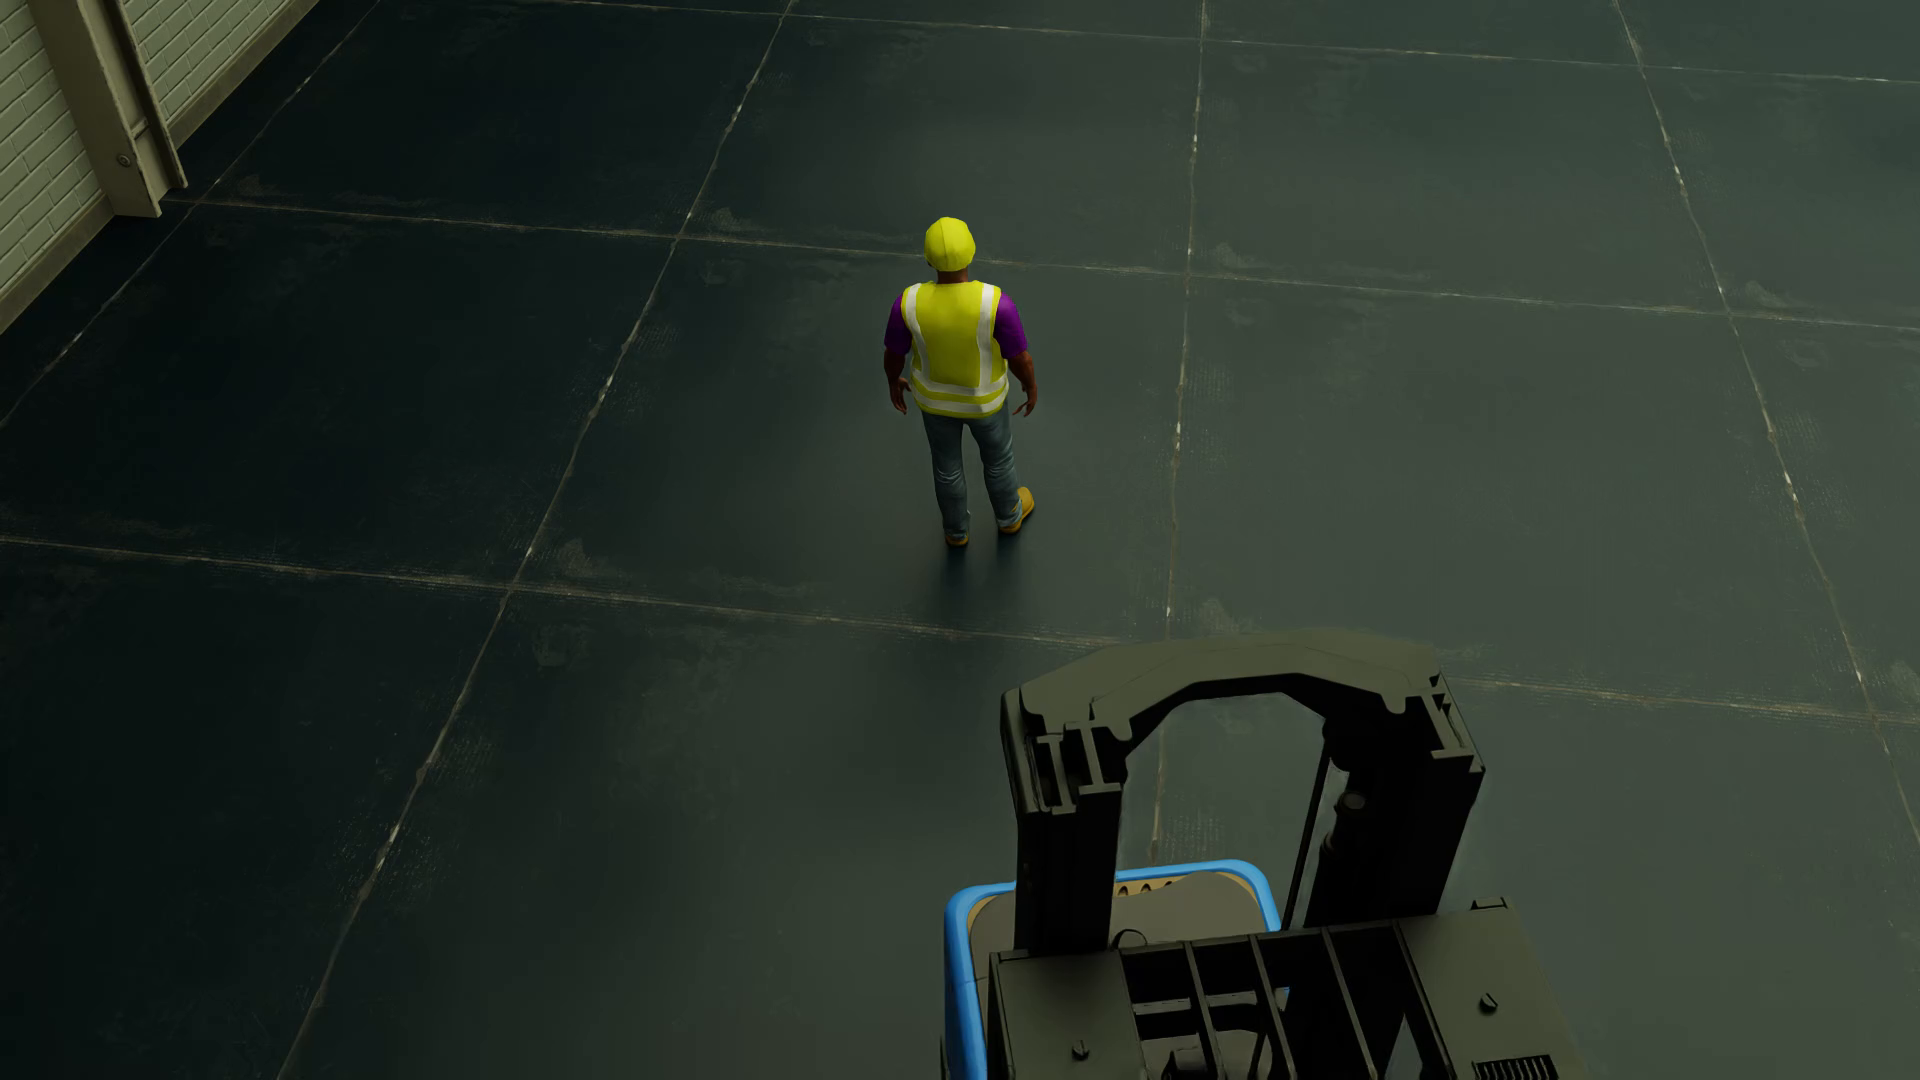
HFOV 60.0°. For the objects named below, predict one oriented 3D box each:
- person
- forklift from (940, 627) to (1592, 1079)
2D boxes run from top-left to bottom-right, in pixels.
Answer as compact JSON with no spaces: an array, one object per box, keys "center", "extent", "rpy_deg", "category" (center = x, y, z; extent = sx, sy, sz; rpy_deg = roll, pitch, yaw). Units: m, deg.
[{"center":[0.015,-0.702,7.339],"extent":[0.665,1.768,0.575],"rpy_deg":[5,43,6],"category":"person"},{"center":[0.634,1.738,3.832],"extent":[1.130,2.935,3.031],"rpy_deg":[-5,43,-5],"category":"forklift"}]
